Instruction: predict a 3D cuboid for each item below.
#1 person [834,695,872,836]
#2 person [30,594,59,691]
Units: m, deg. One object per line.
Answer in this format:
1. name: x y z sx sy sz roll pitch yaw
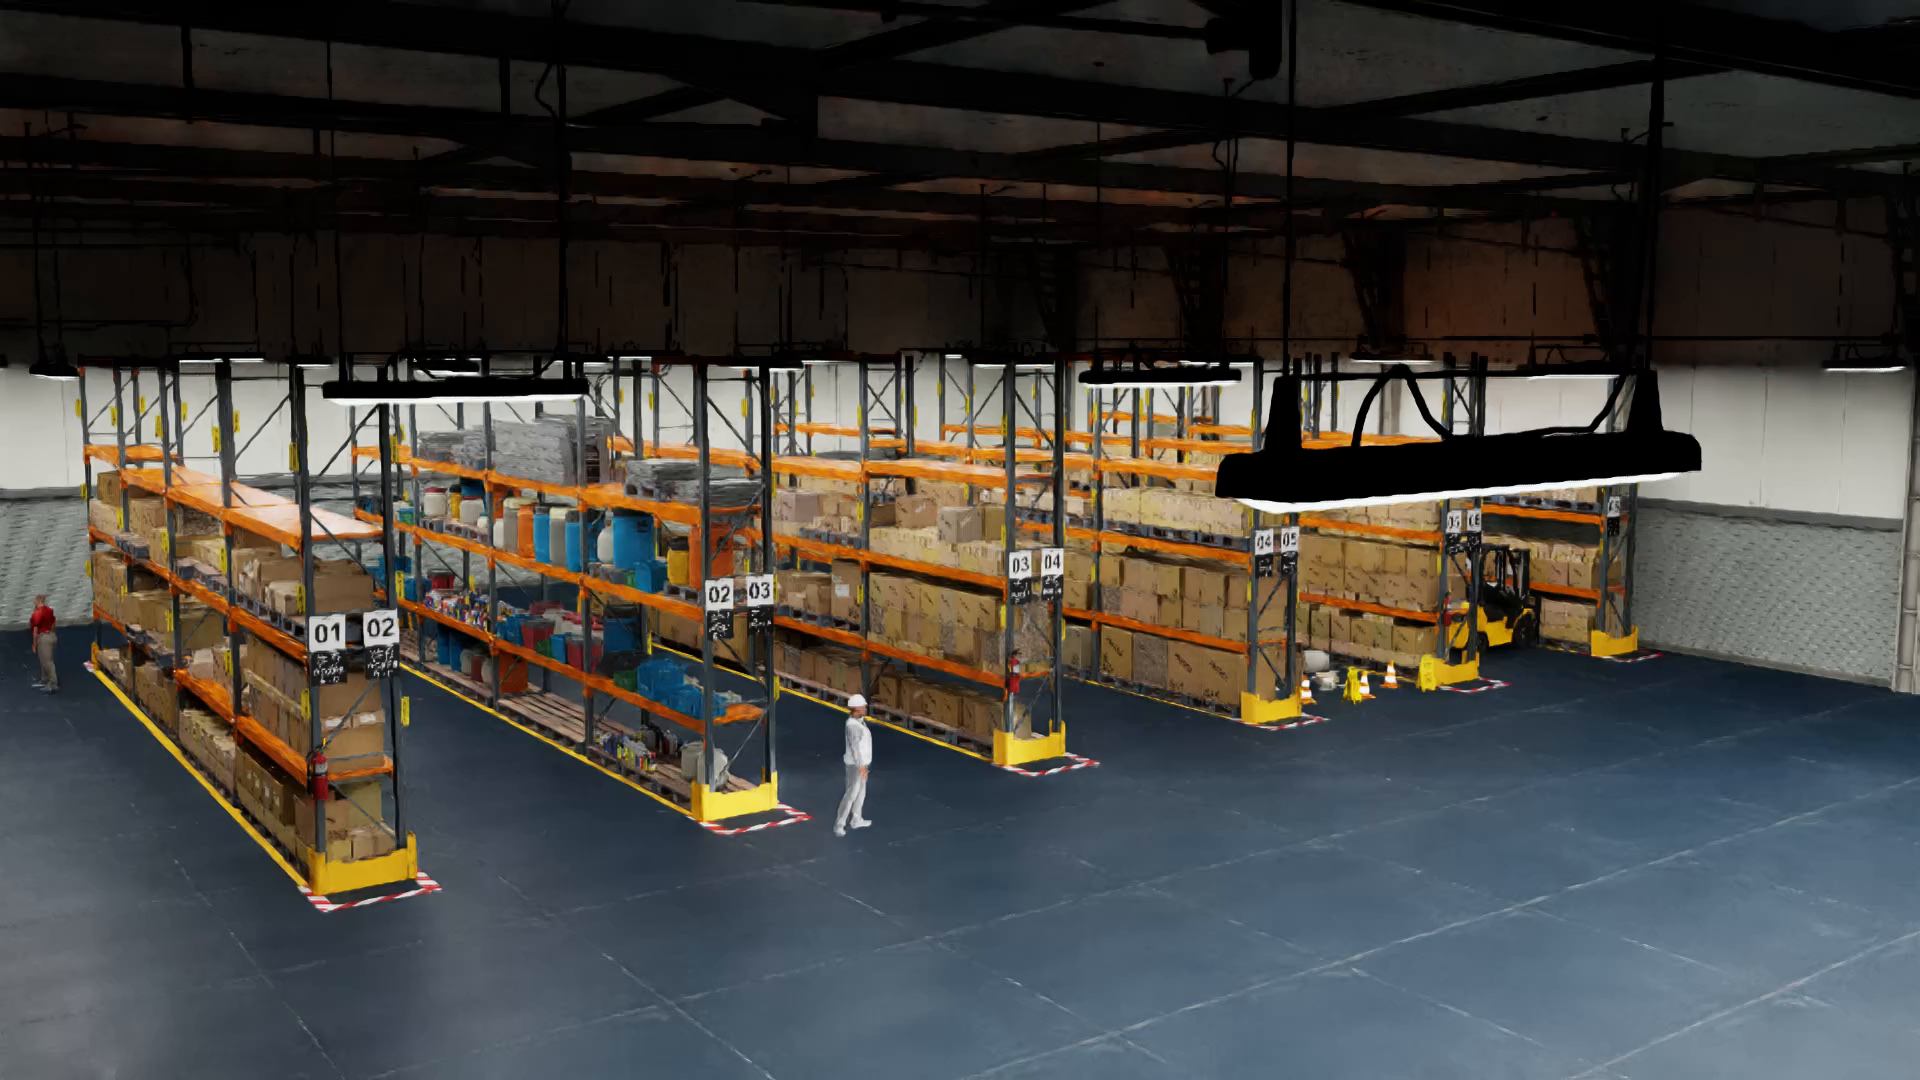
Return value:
1. person: -1.377 2.878 21.336 0.470 1.770 0.694 1 7 4
2. person: -16.568 1.829 30.001 0.585 1.723 0.654 -1 7 -5
